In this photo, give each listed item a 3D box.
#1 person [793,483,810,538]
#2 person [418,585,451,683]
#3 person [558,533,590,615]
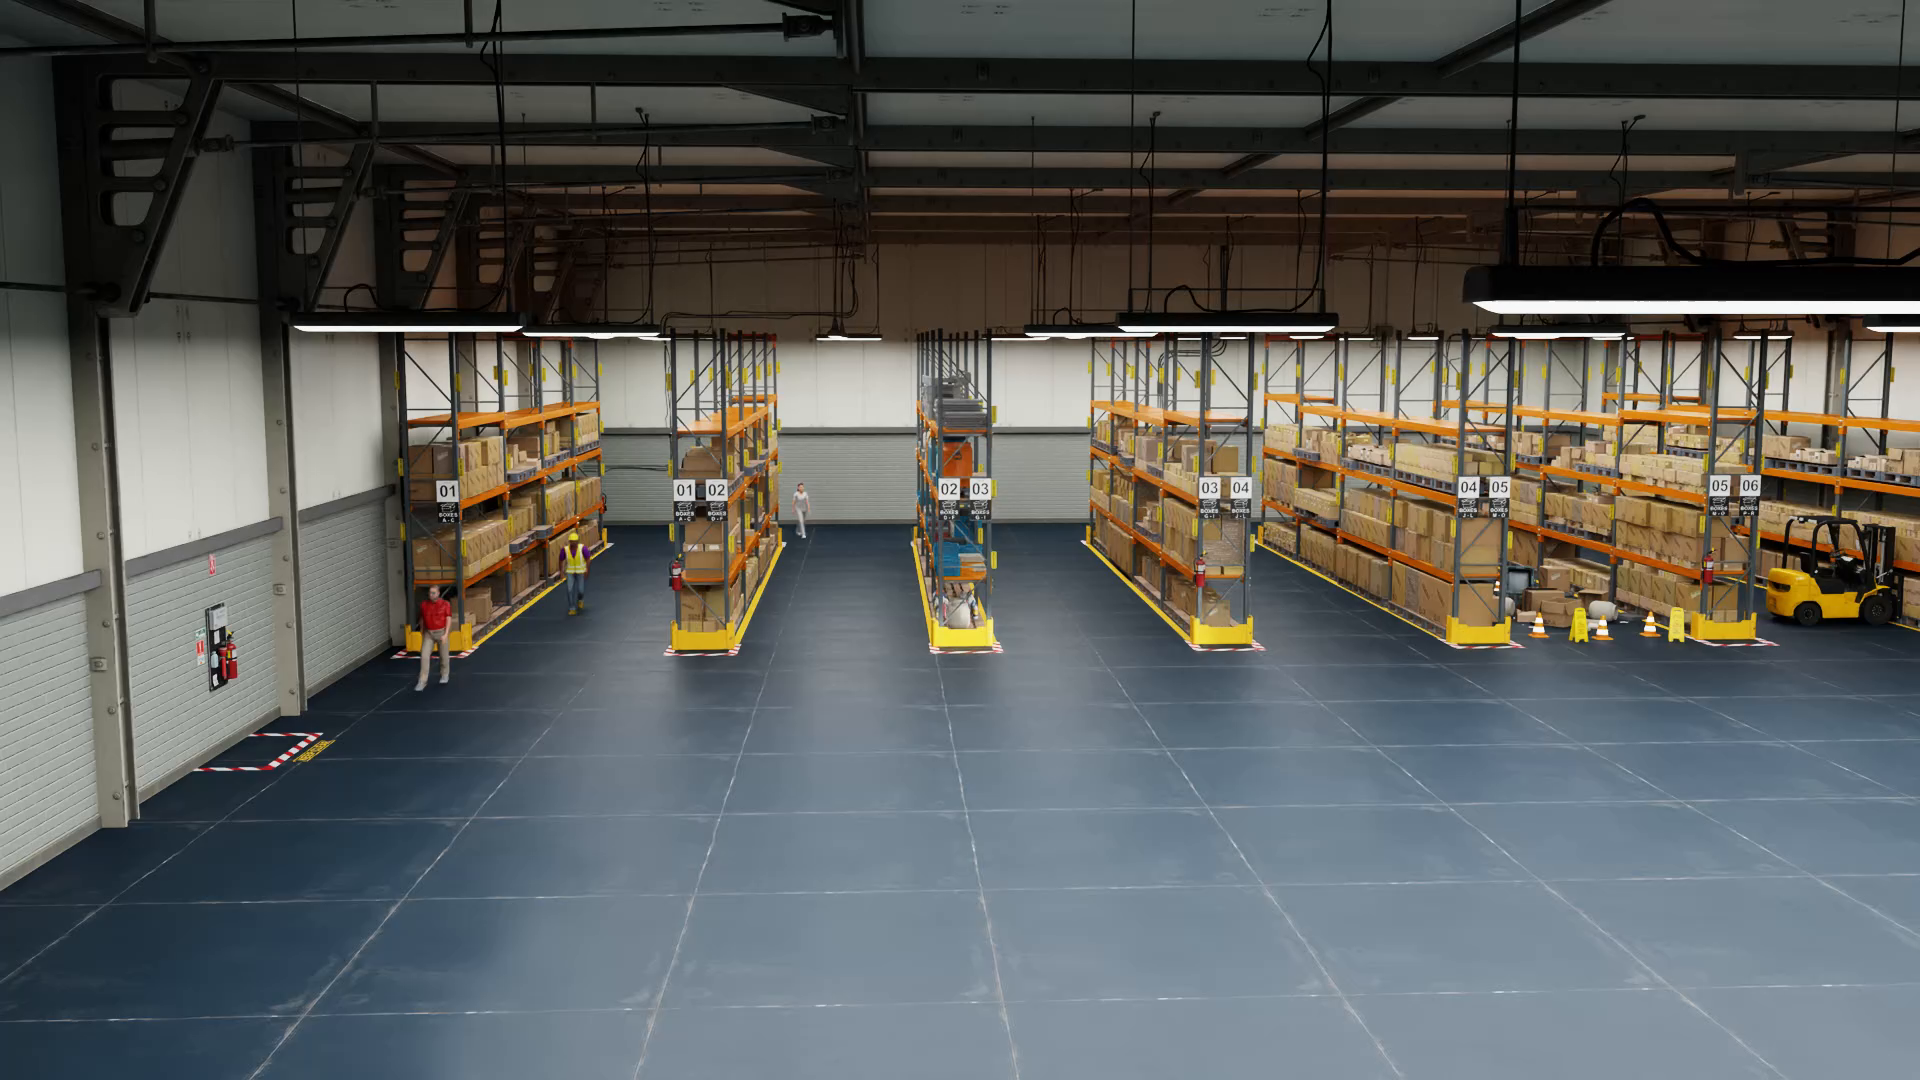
[{"bbox_3d":[-4.694,-0.878,49.090,0.462,1.608,1.076,-3,8,-27],"label":"person"},{"bbox_3d":[-8.771,1.557,27.801,0.547,1.617,0.734,-1,7,-8],"label":"person"},{"bbox_3d":[-8.202,0.702,35.379,0.658,1.741,0.636,-1,7,-10],"label":"person"}]
